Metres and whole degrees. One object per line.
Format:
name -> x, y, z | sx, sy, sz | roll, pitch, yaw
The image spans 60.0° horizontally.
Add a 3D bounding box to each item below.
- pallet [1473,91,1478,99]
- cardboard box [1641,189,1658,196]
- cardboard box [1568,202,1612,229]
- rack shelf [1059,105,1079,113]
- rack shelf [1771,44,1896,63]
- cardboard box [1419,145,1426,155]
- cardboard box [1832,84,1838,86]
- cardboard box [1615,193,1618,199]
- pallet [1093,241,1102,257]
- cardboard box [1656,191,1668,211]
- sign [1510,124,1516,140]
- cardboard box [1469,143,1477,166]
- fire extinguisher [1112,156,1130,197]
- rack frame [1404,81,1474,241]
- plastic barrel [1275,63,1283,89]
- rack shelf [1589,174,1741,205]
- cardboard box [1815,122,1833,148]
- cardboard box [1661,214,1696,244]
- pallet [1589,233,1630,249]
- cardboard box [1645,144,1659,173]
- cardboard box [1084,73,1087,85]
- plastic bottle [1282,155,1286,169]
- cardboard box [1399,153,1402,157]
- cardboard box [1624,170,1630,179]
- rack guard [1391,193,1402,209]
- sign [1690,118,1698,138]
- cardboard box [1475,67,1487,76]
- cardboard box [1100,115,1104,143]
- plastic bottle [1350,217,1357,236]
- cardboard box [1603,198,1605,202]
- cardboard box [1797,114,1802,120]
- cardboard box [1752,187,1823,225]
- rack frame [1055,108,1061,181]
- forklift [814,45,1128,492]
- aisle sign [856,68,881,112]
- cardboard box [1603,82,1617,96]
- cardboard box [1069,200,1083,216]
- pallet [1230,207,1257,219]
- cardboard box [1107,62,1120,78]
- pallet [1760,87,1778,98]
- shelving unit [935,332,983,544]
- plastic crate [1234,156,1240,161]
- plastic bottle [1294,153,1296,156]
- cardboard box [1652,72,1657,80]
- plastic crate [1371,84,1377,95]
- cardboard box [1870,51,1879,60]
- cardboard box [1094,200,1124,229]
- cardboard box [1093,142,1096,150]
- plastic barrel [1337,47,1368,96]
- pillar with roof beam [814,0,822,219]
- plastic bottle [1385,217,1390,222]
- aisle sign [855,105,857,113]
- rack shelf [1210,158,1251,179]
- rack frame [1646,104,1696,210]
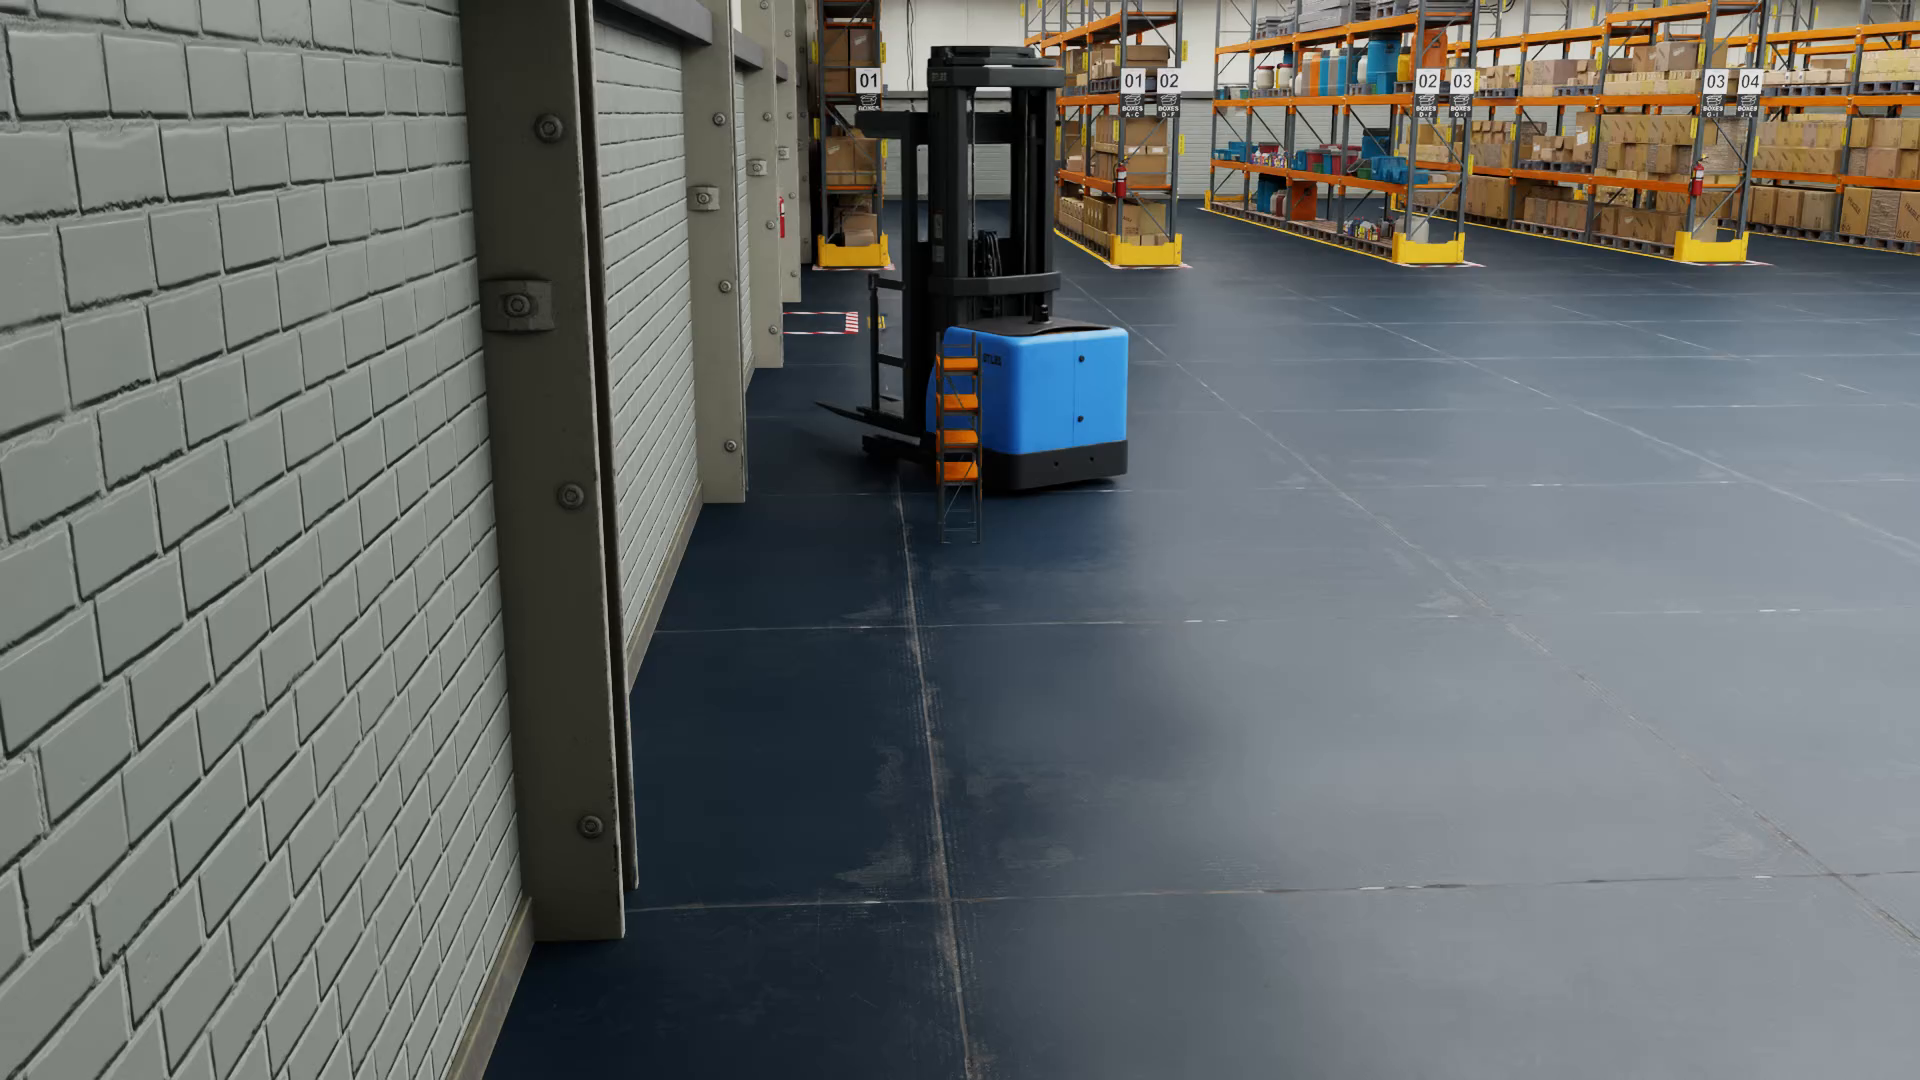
pallet -> 12.395, -10.410, 38.831 | 0.805, 0.209, 1.217 | -1, 15, -6
cardboard box -> 16.964, -8.524, 40.821 | 0.380, 0.149, 0.250 | 0, 14, -2
cardboard box -> 12.757, -6.562, 33.645 | 0.700, 0.500, 0.500 | -1, 14, -4
rack shelf -> 2.277, -10.727, 41.123 | 1.077, 0.370, 4.000 | -1, 14, -3
rack shelf -> 22.056, -12.291, 41.984 | 1.077, 0.370, 4.000 | -1, 14, -3
cardboard box -> 11.905, -9.836, 41.940 | 0.500, 0.250, 0.500 | -1, 14, -5
cardboard box -> 21.805, -11.233, 41.105 | 0.380, 0.149, 0.250 | -1, 14, -2
cardboard box -> 16.922, -8.764, 42.349 | 0.380, 0.149, 0.250 | 0, 14, -1
pallet -> 2.983, -5.283, 30.135 | 1.003, 0.211, 1.213 | -1, 14, -3
cardboard box -> 17.027, -8.134, 39.793 | 0.500, 0.500, 0.500 | 0, 14, -1
sign -> 11.983, -8.834, 36.017 | 0.100, 0.325, 0.005 | -1, 14, -3
cardboard box -> 12.130, -8.958, 38.623 | 0.500, 0.500, 0.500 | -1, 14, -5
fire extinguisher -> 2.689, -6.067, 27.742 | 0.296, 0.674, 0.183 | -1, 14, -3
rack frame -> 8.089, -6.217, 28.168 | 1.000, 3.000, 0.127 | -1, 14, -3
plastic barrel -> 7.605, -10.724, 38.448 | 0.600, 0.588, 0.600 | 0, 14, 0
rack shelf -> 12.908, -6.442, 30.488 | 1.077, 0.370, 4.000 | -1, 14, -3
cardboard box -> 17.671, -8.123, 33.371 | 0.700, 0.500, 0.500 | -1, 14, -4
cardboard box -> 12.939, -5.590, 29.905 | 0.500, 0.500, 0.500 | 3, 15, 11
pallet -> 12.861, -5.771, 32.032 | 1.003, 0.211, 1.213 | -1, 14, -3
cardboard box -> 12.887, -6.870, 29.911 | 0.875, 0.500, 0.500 | -1, 14, -3
cardboard box -> 2.808, -9.330, 33.705 | 0.500, 0.250, 0.500 | -1, 14, -5
plastic bottle -> 7.128, -8.301, 36.504 | 0.061, 0.283, 0.133 | -1, 14, -3
cardboard box -> 11.734, -10.057, 43.599 | 0.380, 0.149, 0.250 | -1, 14, -3
cardboard box -> 12.600, -6.798, 30.930 | 0.380, 0.149, 0.250 | -1, 14, -3
rack guard -> 12.040, -9.068, 44.266 | 1.175, 0.500, 0.348 | -1, 14, -3
sign -> 12.477, -7.003, 28.268 | 0.100, 0.325, 0.005 | -1, 14, -3
cardboard box -> 12.335, -10.838, 39.066 | 0.700, 0.500, 0.500 | -1, 14, -2
cardboard box -> 2.963, -7.577, 30.650 | 0.700, 0.500, 0.500 | -1, 14, -4
plastic bottle -> 7.477, -5.934, 31.505 | 0.144, 0.351, 0.185 | 0, 14, -2
cardboard box -> 16.848, -8.758, 42.926 | 0.380, 0.149, 0.250 | -1, 14, -3
cardboard box -> 21.743, -10.857, 42.693 | 0.380, 0.149, 0.250 | -1, 14, -3
cardboard box -> 17.499, -7.078, 35.187 | 1.050, 0.750, 0.750 | -1, 14, -3
rack frame -> 2.154, -10.120, 43.340 | 1.000, 3.000, 0.127 | -1, 14, -3
forklift -> -0.070, -2.057, 12.140 | 1.130, 2.935, 3.031 | -9, 17, -32
aisle sign -> -1.495, -7.309, 27.198 | 0.394, 0.787, 0.004 | -1, 14, -3
cardboard box -> 12.557, -8.552, 31.526 | 0.500, 0.250, 0.500 | -1, 15, -6
cardboard box -> 2.491, -6.754, 33.807 | 0.500, 0.311, 0.500 | -1, 14, -4
pallet -> 7.261, -8.033, 40.823 | 1.003, 0.211, 1.213 | -1, 14, -3
cardboard box -> 2.810, -8.075, 28.547 | 0.500, 0.250, 0.500 | -1, 14, -3
pallet -> 17.586, -9.536, 35.429 | 1.213, 0.211, 1.003 | 0, 14, -1
shelving unit -> -0.010, -0.622, 10.037 | 0.258, 1.200, 0.503 | -1, 14, -3
plastic crate -> 7.008, -9.371, 40.860 | 0.437, 0.125, 0.590 | -1, 14, -3
plastic bottle -> 7.755, -8.798, 38.451 | 0.152, 0.276, 0.135 | -1, 14, -3
cardboard box -> 12.660, -8.323, 29.836 | 0.380, 0.149, 0.250 | -2, 15, -6
plastic crate -> 7.667, -8.165, 30.146 | 0.336, 0.188, 0.450 | -1, 14, -3
cardboard box -> 17.442, -9.149, 31.406 | 0.380, 0.149, 0.250 | -1, 14, -4
cardboard box -> 2.708, -5.878, 30.021 | 0.500, 0.500, 0.500 | -1, 14, -3
cardboard box -> 2.720, -7.429, 31.376 | 0.380, 0.149, 0.250 | -1, 14, -4
plastic barrel -> 7.593, -9.030, 32.077 | 0.600, 0.901, 0.708 | -1, 14, -3
pillar with roof beam -> 0.847, -12.181, 39.308 | 9.100, 9.000, 0.400 | -1, 14, -3
plastic bottle -> 8.169, -5.986, 31.705 | 0.144, 0.351, 0.185 | -1, 14, -5
aisle sign -> -2.495, -11.324, 42.803 | 0.394, 0.787, 0.004 | -1, 14, -3
rack shelf -> 7.222, -9.350, 41.790 | 1.077, 0.370, 4.000 | -1, 14, -3
rack frame -> 17.246, -9.329, 40.264 | 1.000, 3.000, 0.127 | -1, 14, -3
